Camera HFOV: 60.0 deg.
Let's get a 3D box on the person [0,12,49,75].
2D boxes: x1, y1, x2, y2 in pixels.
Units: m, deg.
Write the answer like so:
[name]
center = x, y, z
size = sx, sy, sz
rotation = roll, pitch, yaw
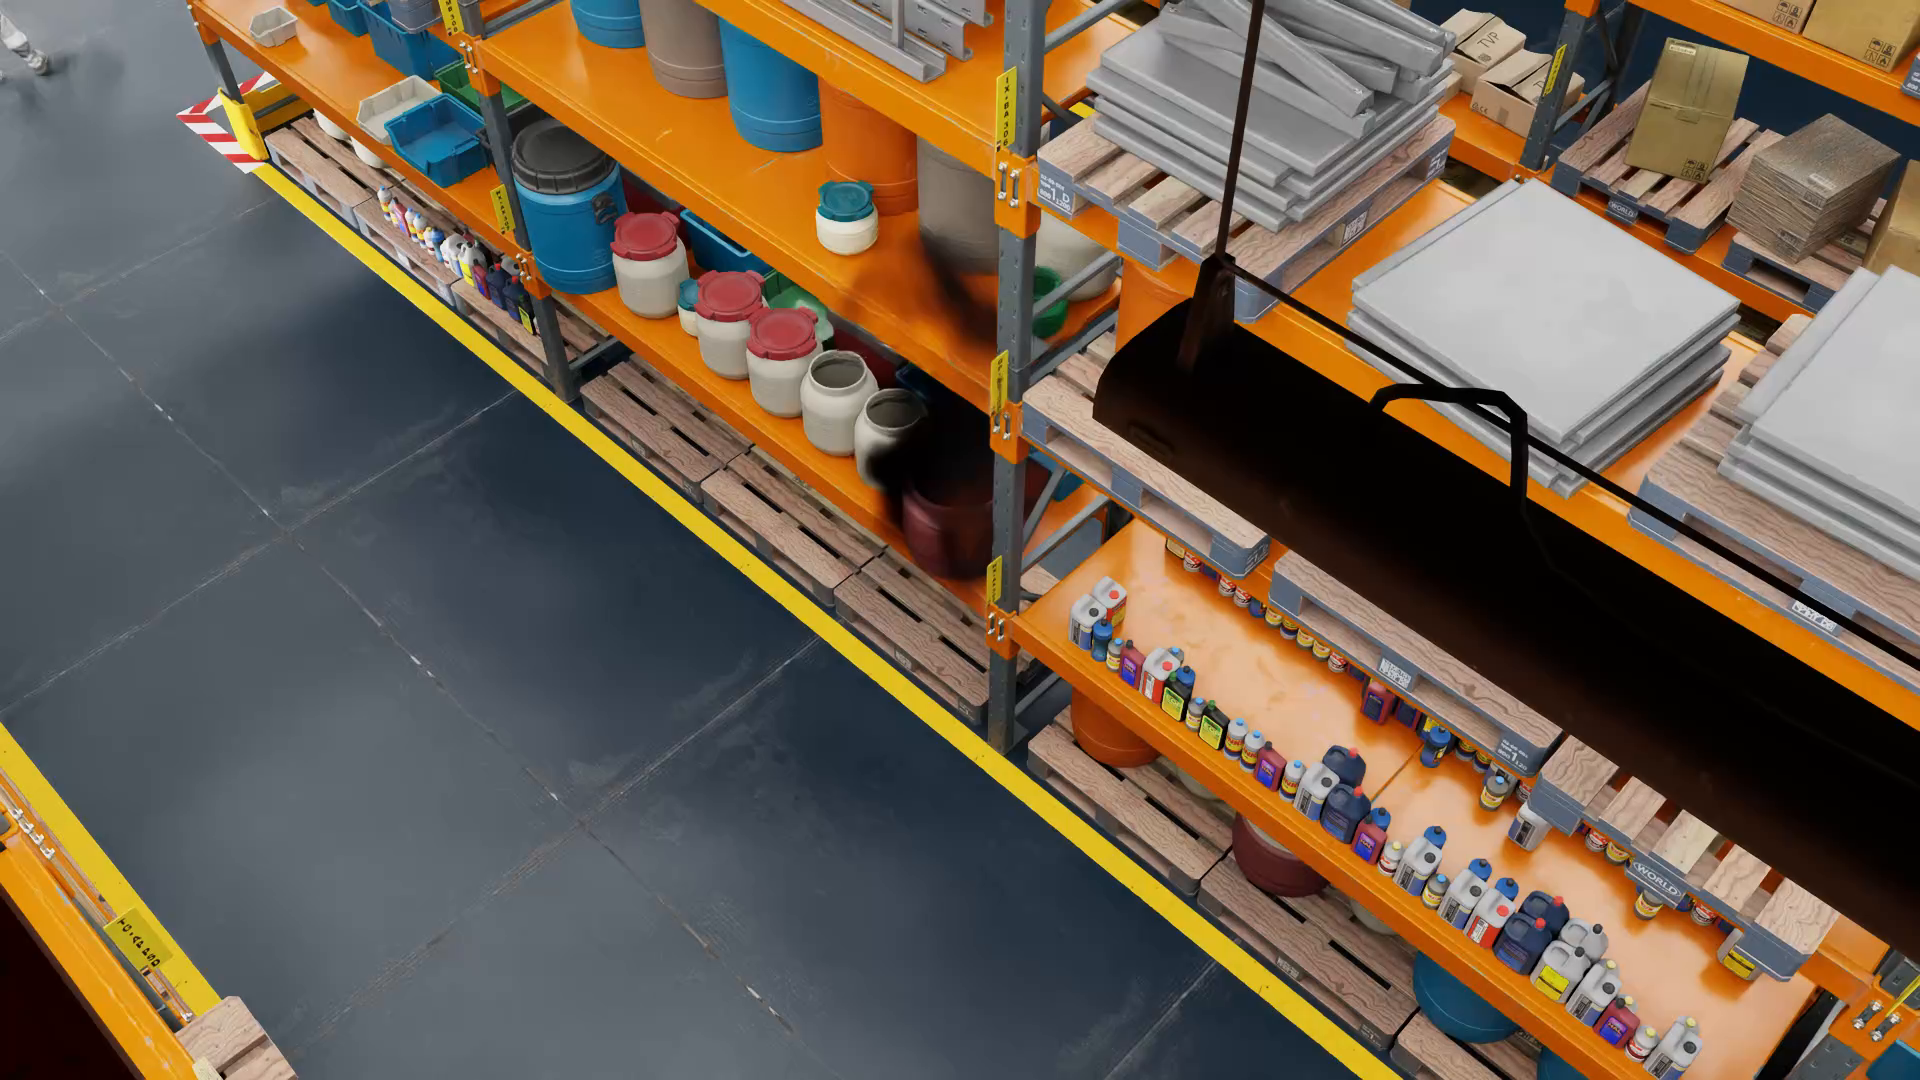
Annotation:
[person]
center = -7.908, -4.348, 12.893
size = 0.910, 1.736, 0.700
rotation = 11, 51, 9
